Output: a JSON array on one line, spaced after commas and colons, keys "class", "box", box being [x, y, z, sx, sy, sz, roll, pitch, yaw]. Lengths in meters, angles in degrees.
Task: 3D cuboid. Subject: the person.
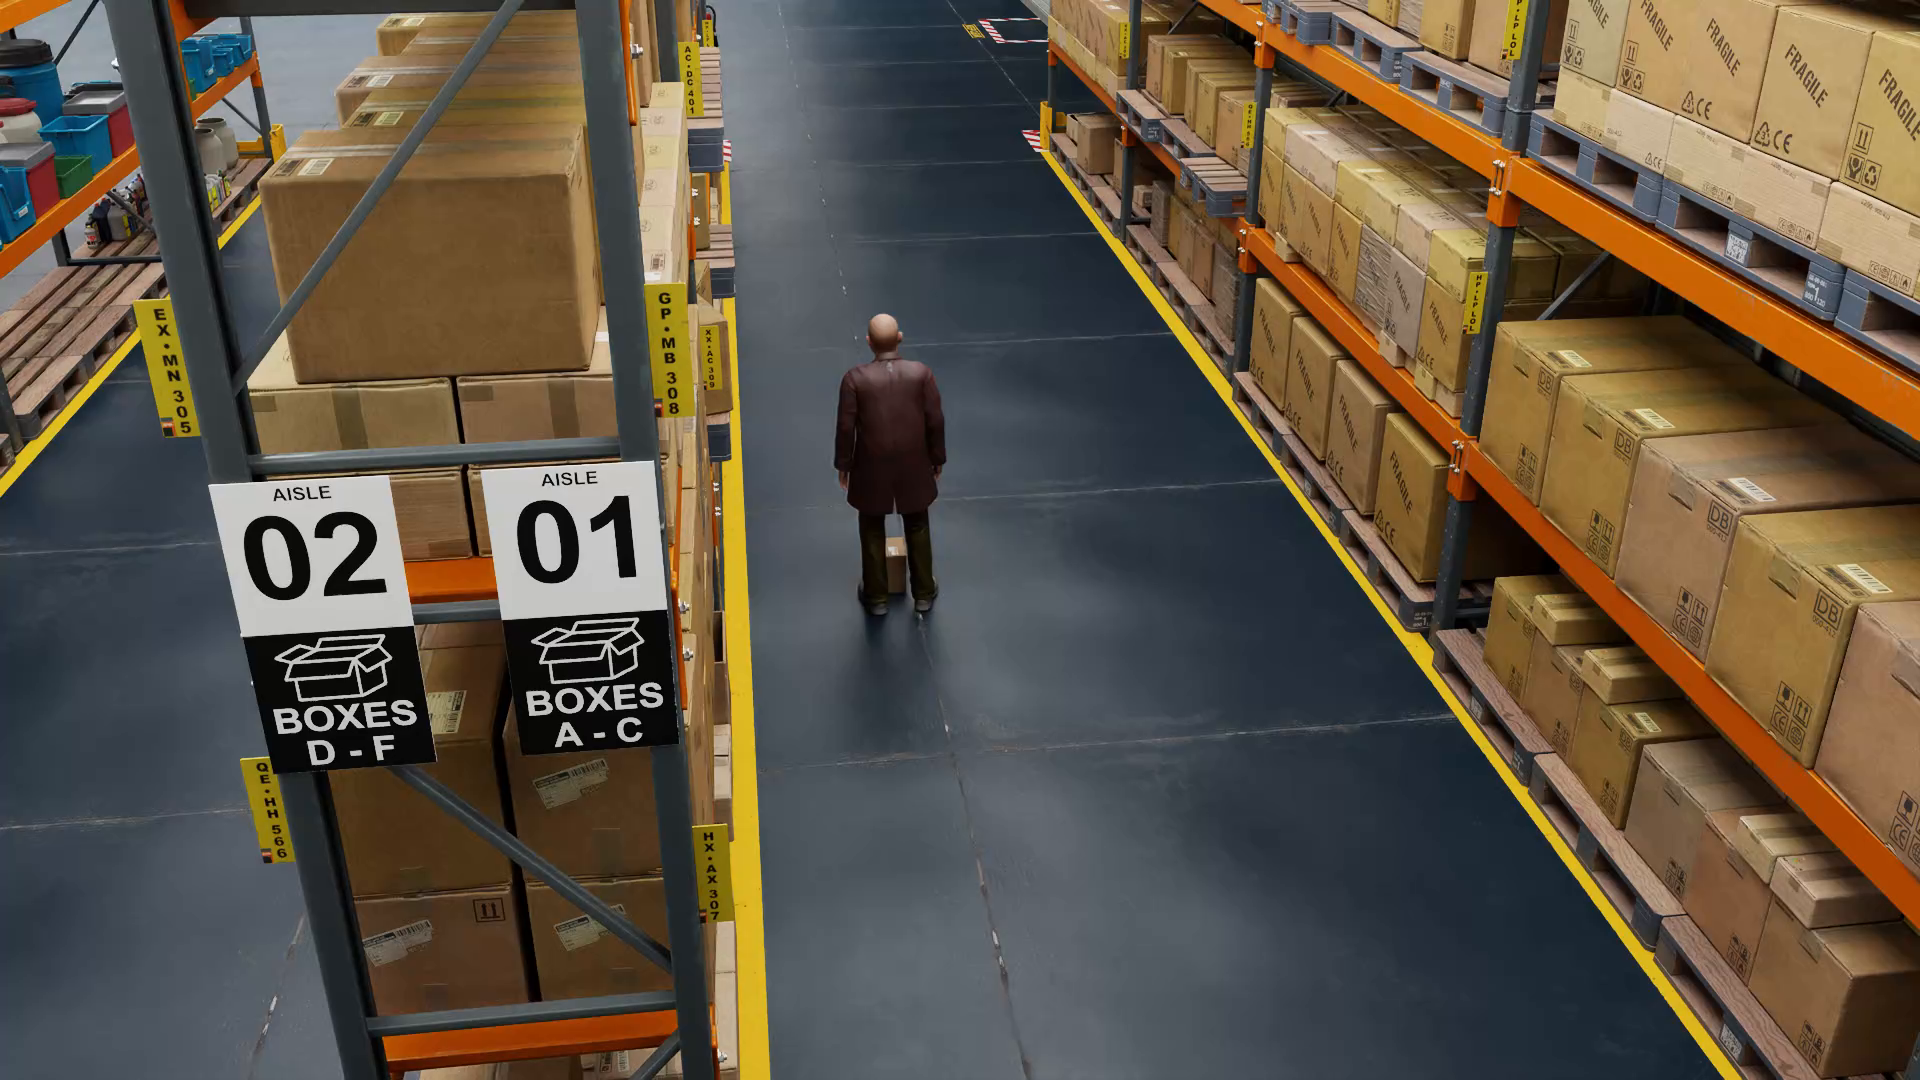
[{"class": "person", "box": [-0.393, -0.420, 9.464, 0.643, 1.774, 0.416, -4, 27, -7]}]
